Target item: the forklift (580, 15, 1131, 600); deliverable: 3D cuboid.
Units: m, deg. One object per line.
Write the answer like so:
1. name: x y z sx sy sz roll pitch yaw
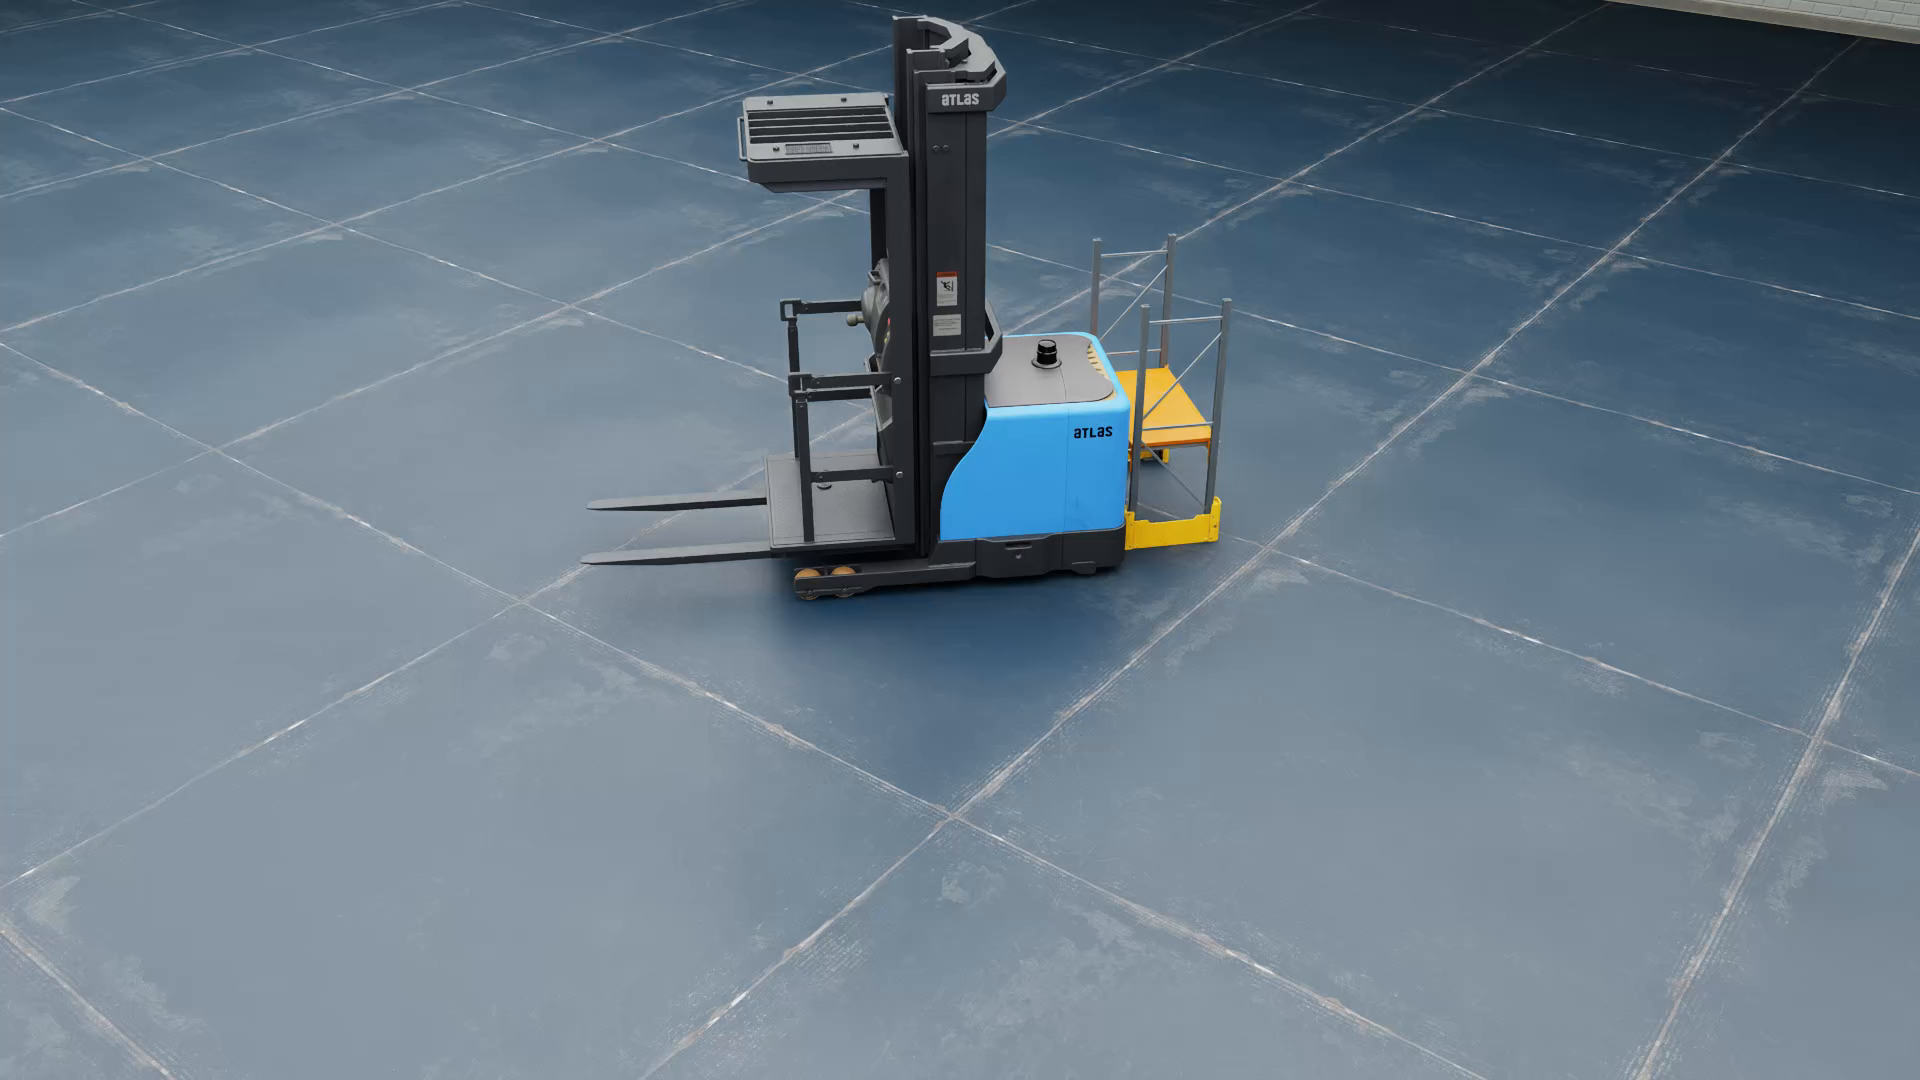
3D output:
1. forklift: -0.625 -1.218 8.930 3.031 2.935 1.130 -4 31 -7

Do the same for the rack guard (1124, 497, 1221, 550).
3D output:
1. rack guard: 1.219 -0.097 9.667 0.587 0.250 0.087 -5 31 -9

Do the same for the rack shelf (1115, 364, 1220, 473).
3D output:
1. rack shelf: 1.126 -0.734 9.869 0.538 0.185 1.000 -5 31 -9

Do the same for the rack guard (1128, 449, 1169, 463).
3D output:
1. rack guard: 1.035 -0.596 10.509 0.587 0.250 0.087 -5 31 -9

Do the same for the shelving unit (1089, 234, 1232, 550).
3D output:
1. shelving unit: 1.128 -0.884 9.770 0.587 1.500 1.083 -5 31 -9

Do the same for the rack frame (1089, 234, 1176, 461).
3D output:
1. rack frame: 1.032 -1.143 10.207 0.500 1.500 0.032 -5 31 -9

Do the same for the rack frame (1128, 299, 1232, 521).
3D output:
1. rack frame: 1.220 -0.634 9.348 0.500 1.500 0.032 -5 31 -9
